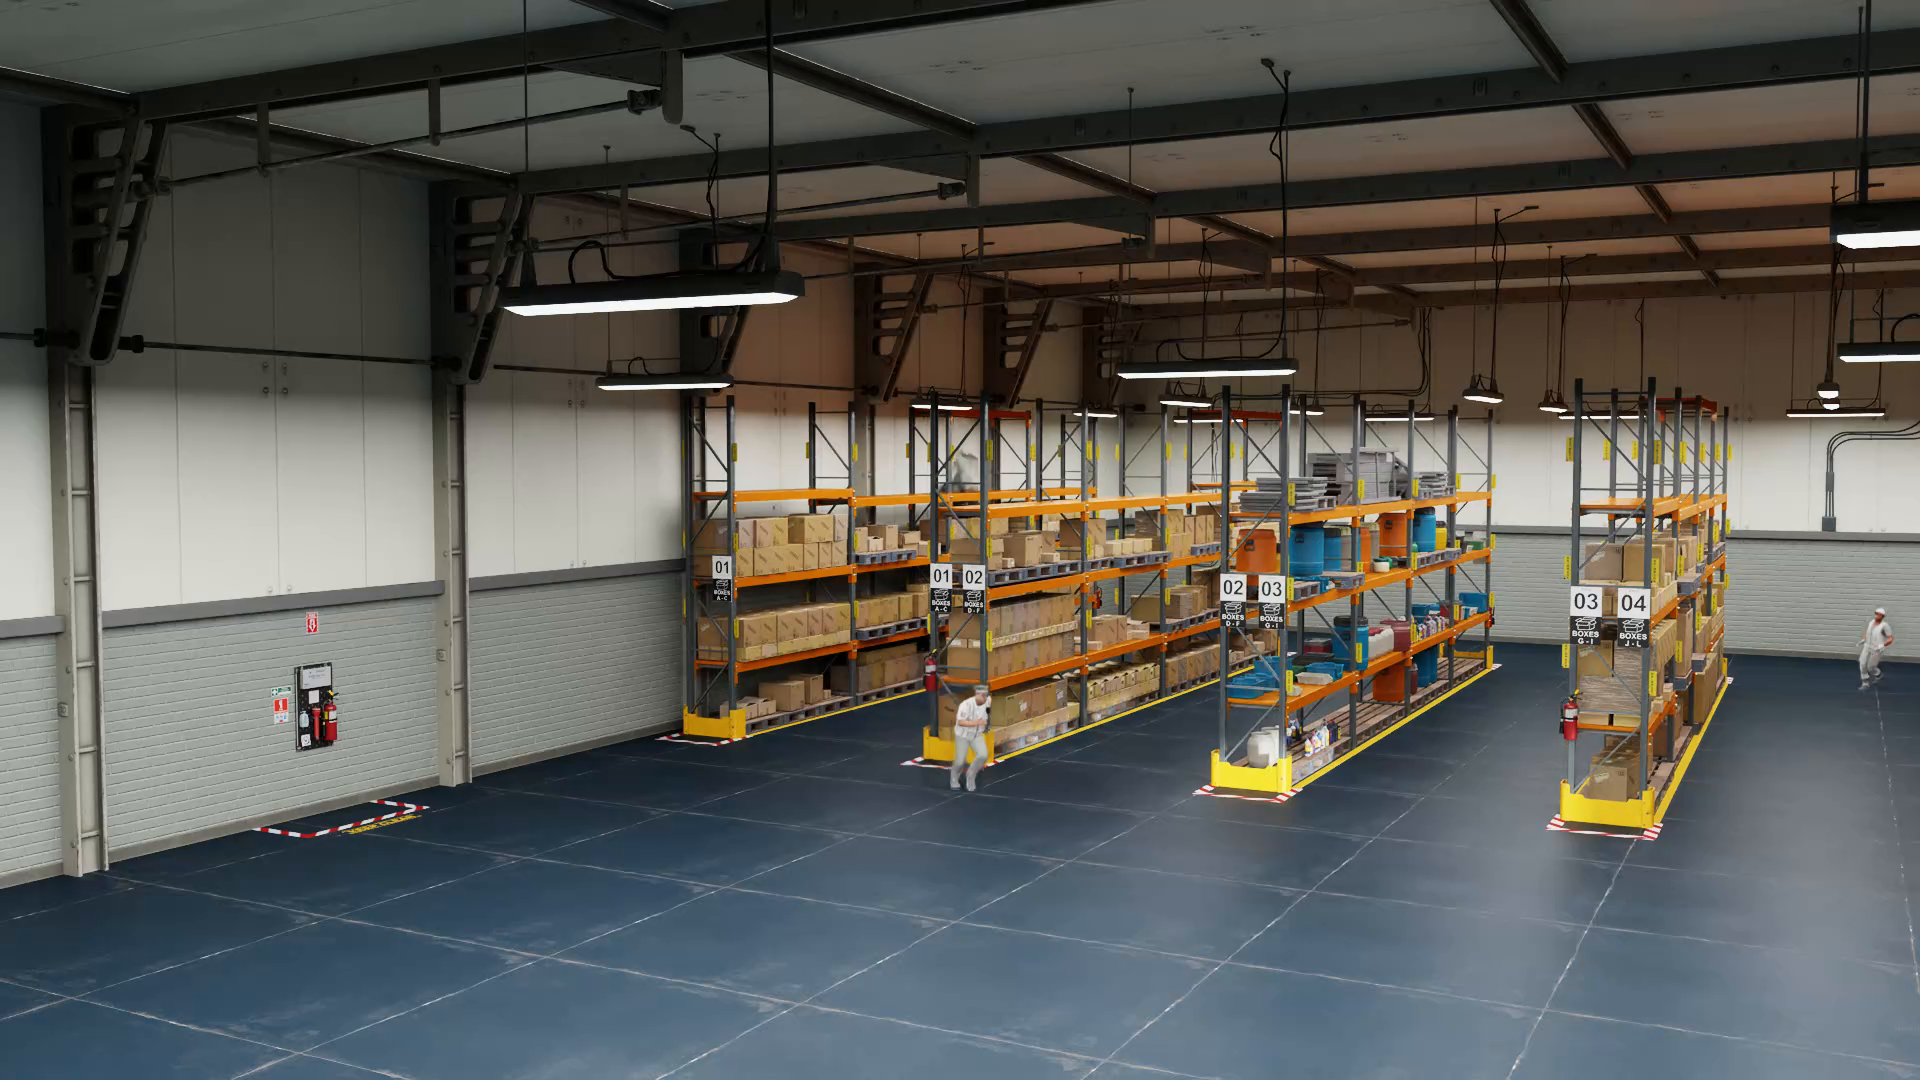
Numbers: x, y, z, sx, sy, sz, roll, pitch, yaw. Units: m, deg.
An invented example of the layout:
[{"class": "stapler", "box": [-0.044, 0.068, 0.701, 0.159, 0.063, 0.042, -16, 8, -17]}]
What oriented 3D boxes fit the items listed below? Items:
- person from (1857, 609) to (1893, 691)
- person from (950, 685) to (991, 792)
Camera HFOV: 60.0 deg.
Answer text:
[{"class": "person", "box": [19.236, 2.303, 34.900, 0.668, 1.748, 0.710, -1, 3, -26]}, {"class": "person", "box": [0.195, 2.914, 24.504, 0.698, 1.639, 0.965, -2, 4, -33]}]
